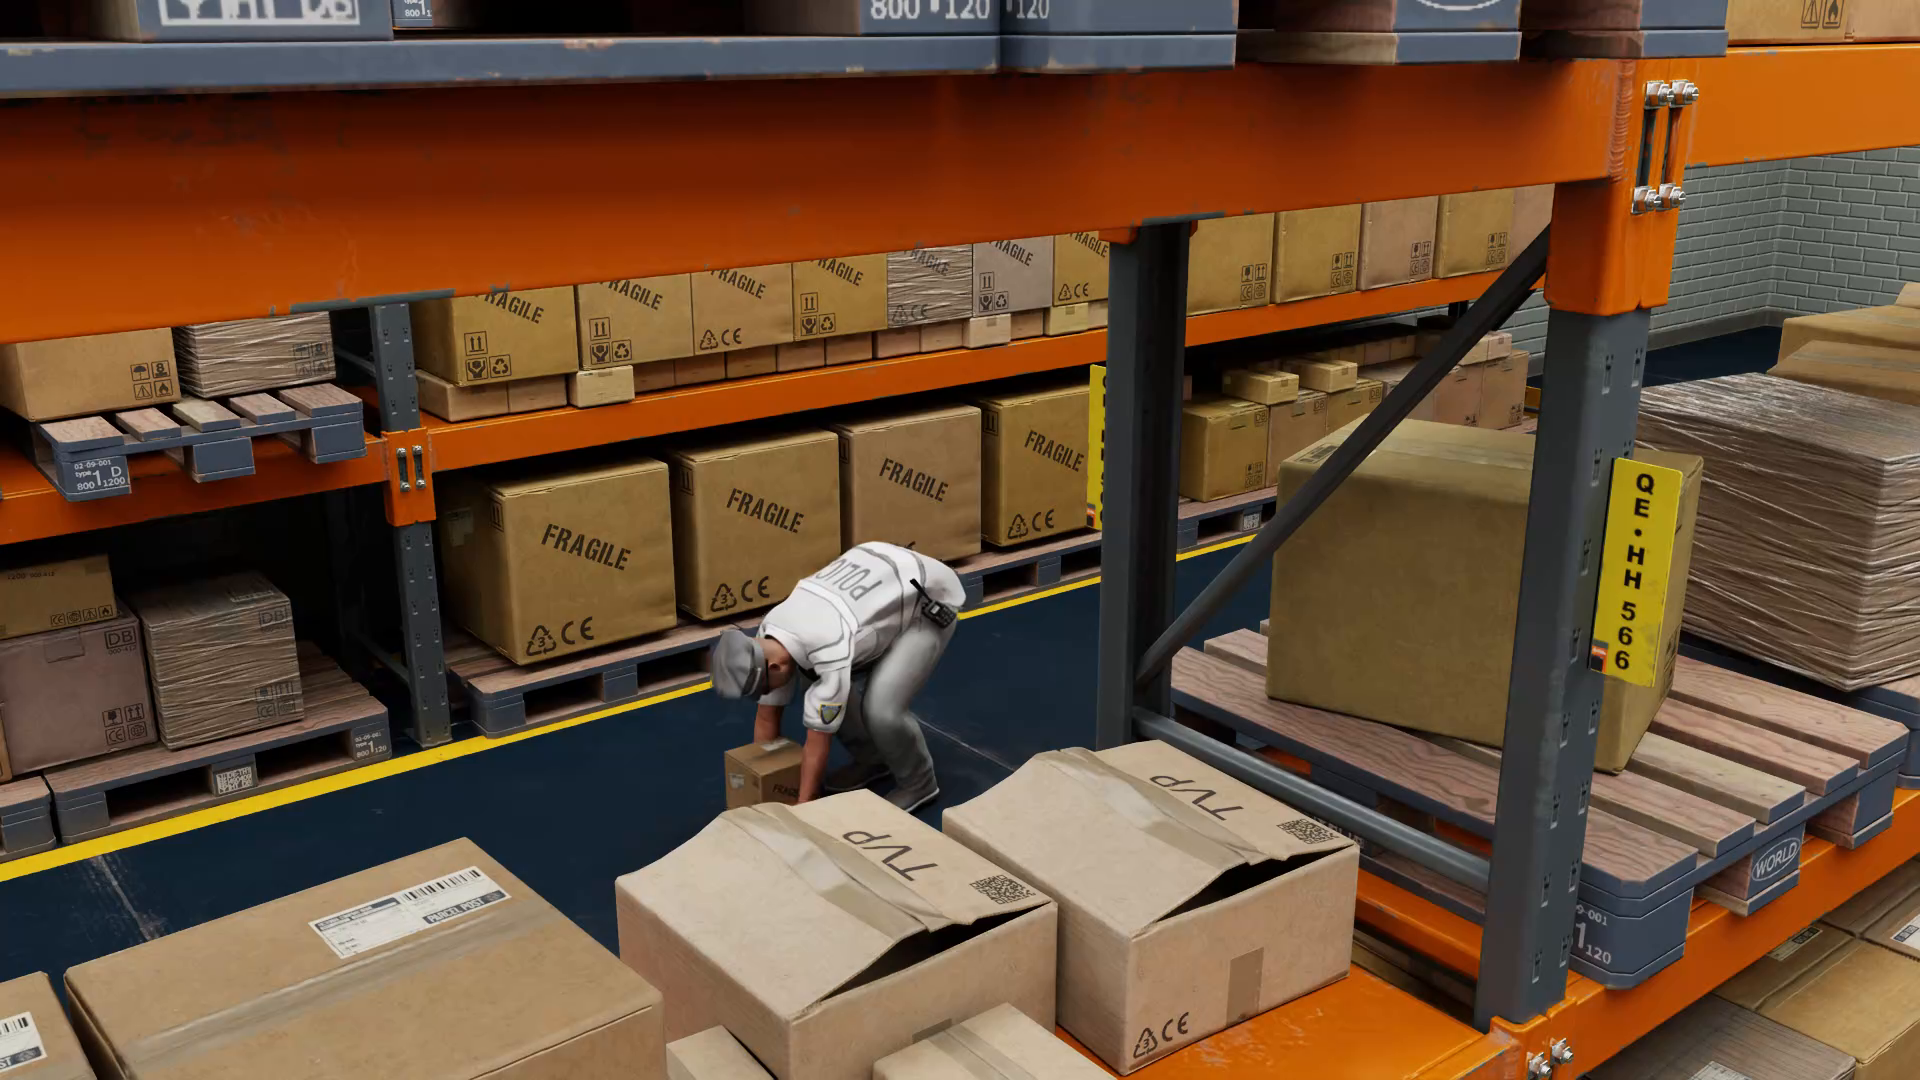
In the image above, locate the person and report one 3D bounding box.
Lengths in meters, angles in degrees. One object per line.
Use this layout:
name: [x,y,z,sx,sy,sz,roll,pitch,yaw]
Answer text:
person: [-0.253,0.133,6.118,0.442,1.748,0.580,-14,23,-38]
